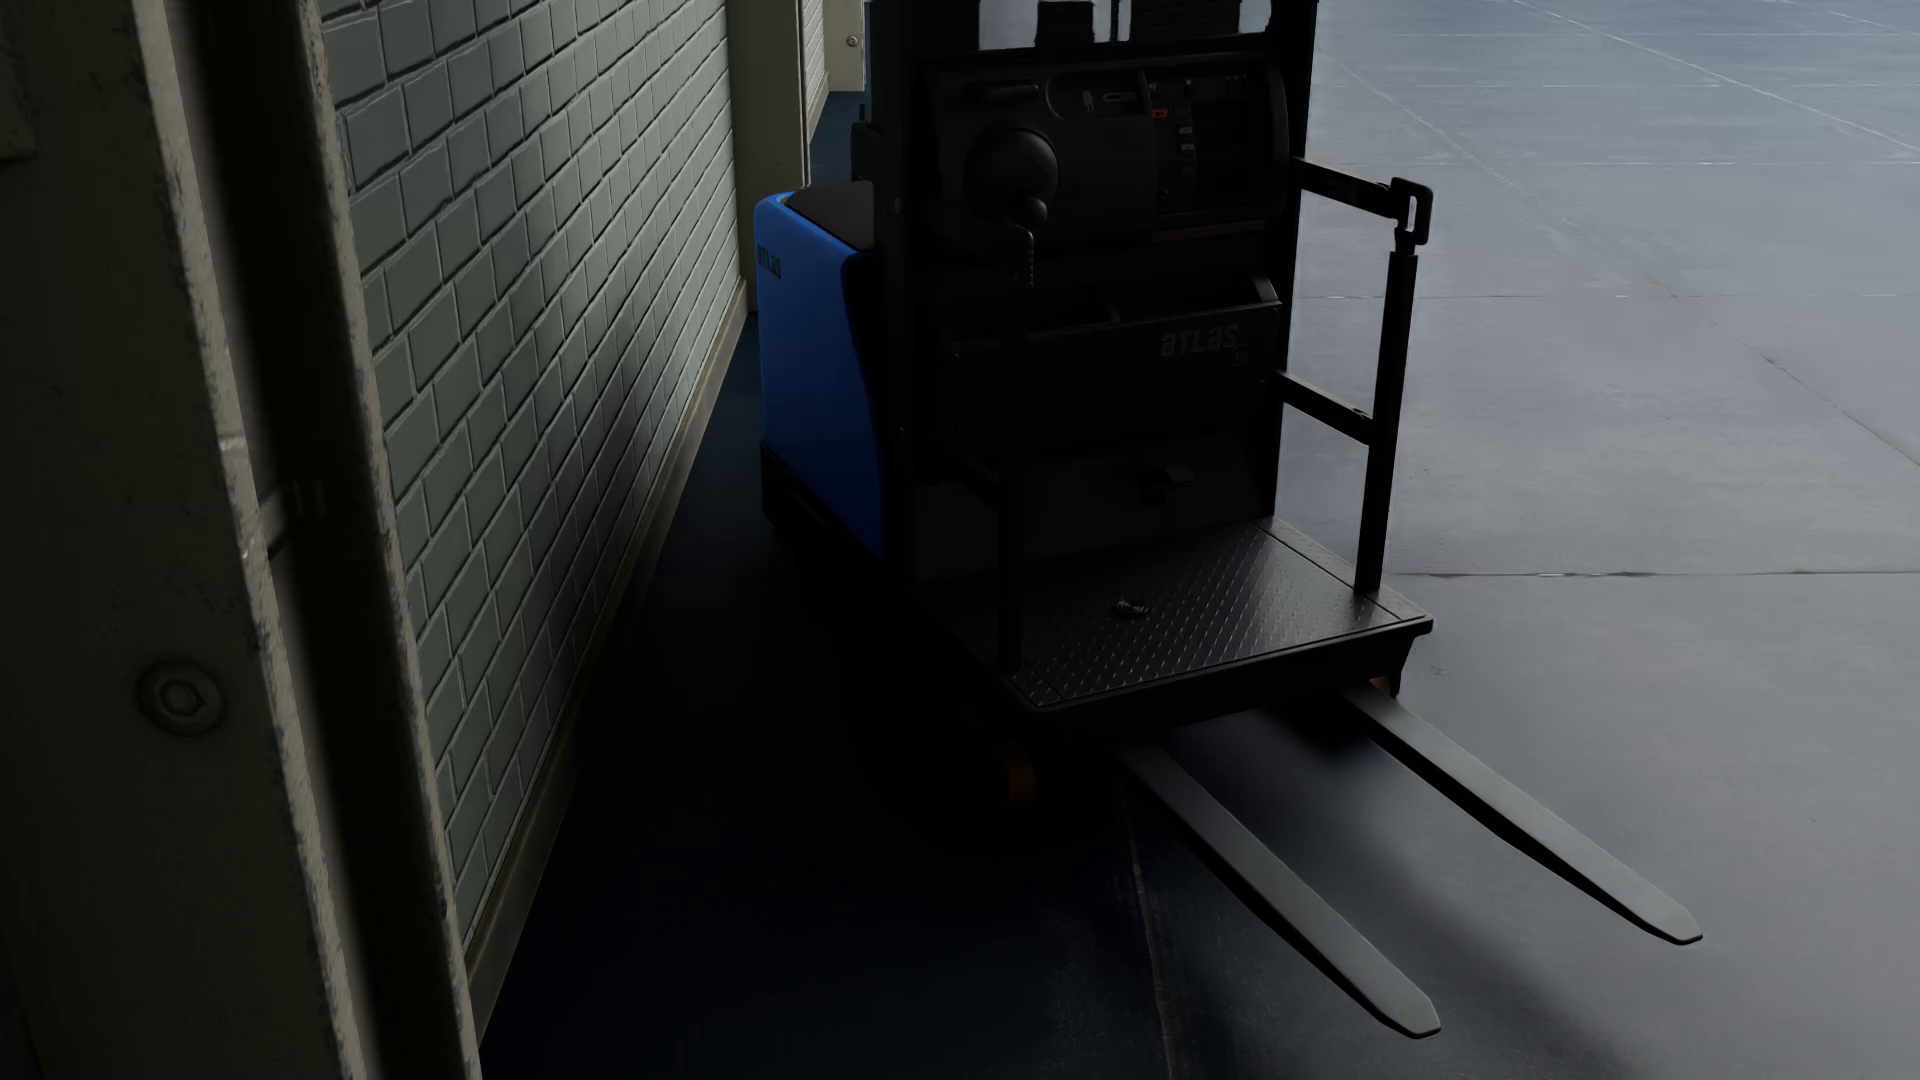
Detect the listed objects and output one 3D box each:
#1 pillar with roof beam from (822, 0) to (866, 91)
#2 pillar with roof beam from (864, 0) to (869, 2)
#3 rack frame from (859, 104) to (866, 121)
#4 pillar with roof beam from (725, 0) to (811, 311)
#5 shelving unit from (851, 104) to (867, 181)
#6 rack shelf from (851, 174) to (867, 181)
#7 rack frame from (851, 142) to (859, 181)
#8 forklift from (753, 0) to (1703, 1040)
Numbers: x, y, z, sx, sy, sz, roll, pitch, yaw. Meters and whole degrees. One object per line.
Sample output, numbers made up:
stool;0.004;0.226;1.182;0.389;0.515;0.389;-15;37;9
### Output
pillar with roof beam;3.395;-7.713;11.383;9.100;9.000;0.400;0;24;-1
pillar with roof beam;3.329;-10.185;16.849;9.100;9.000;0.400;0;24;-1
rack frame;-0.217;-0.912;5.811;0.240;1.200;0.015;0;24;0
pillar with roof beam;3.460;-5.240;5.916;9.100;9.000;0.400;0;24;-1
shelving unit;-0.217;-0.812;5.588;0.258;1.200;0.503;0;24;0
rack shelf;-0.217;-1.170;5.426;0.258;0.148;0.480;0;24;0
rack frame;-0.217;-0.711;5.366;0.240;1.200;0.015;0;24;0
forklift;0.449;-0.908;3.701;1.130;2.935;3.031;-11;26;-22
